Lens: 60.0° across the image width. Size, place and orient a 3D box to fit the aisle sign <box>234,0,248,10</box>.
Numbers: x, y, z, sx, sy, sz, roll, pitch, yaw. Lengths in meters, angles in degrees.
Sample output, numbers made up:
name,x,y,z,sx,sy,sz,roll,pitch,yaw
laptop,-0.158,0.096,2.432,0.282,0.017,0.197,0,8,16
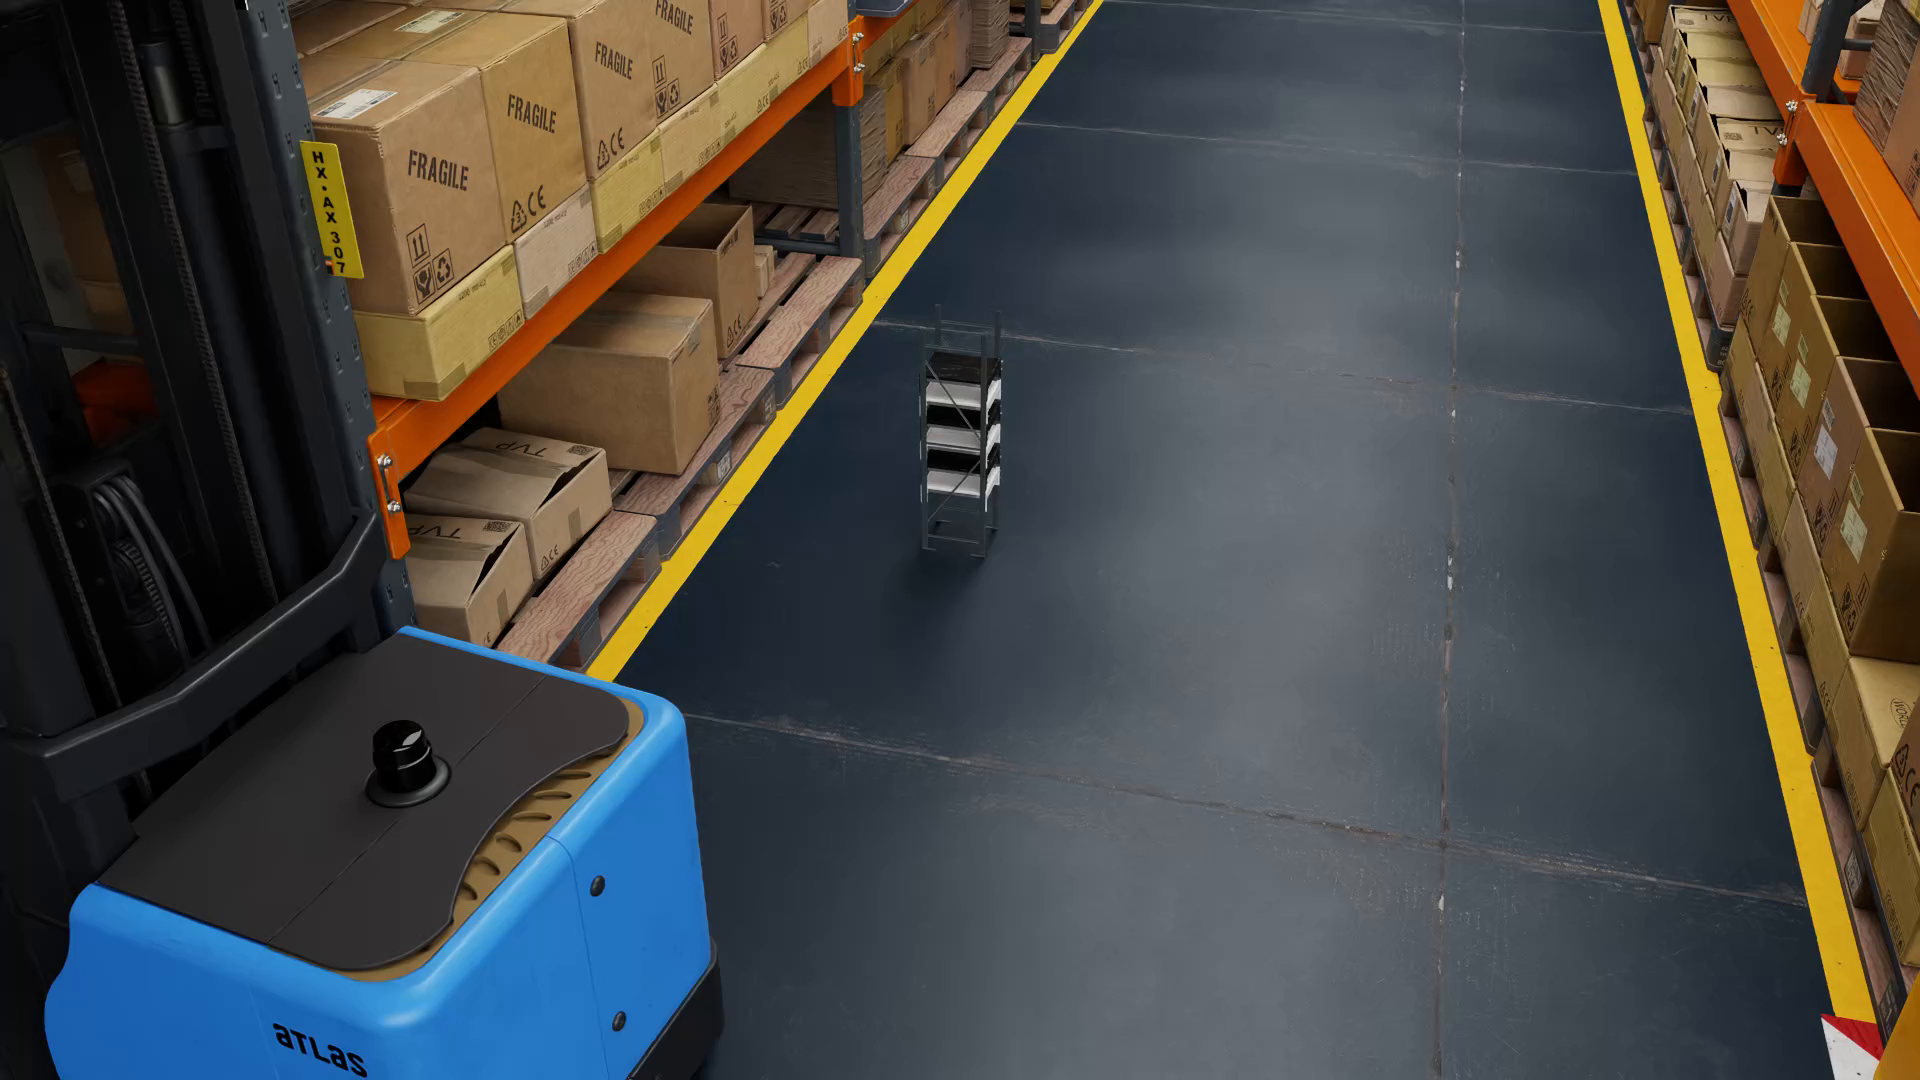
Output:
name,x,y,z,sx,sy,sz,roll,pitch,yaw
aisle sign,-1.707,-1.488,3.371,0.394,0.787,0.004,8,33,12

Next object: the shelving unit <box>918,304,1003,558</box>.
name,x,y,z,sx,sy,sz,roll,pitch,yaw
shelving unit,0.002,-0.384,6.015,0.258,0.900,0.210,8,33,12

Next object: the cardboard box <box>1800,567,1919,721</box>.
name,x,y,z,sx,sy,sz,roll,pitch,yaw
cardboard box,2.905,0.348,5.079,0.500,0.250,0.500,8,33,12

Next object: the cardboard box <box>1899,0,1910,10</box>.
name,x,y,z,sx,sy,sz,roll,pitch,yaw
cardboard box,3.510,-1.945,5.815,0.380,0.149,0.250,8,33,13

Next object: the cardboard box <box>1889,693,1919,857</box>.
name,x,y,z,sx,sy,sz,roll,pitch,yaw
cardboard box,2.662,0.552,4.059,0.500,0.500,0.500,8,33,12

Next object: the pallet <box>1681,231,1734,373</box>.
name,x,y,z,sx,sy,sz,roll,pitch,yaw
pallet,3.978,-1.083,7.757,1.003,0.211,1.213,8,33,12

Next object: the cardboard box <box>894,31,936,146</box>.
name,x,y,z,sx,sy,sz,roll,pitch,yaw
cardboard box,-0.542,-2.594,9.454,0.700,0.500,0.500,8,33,13

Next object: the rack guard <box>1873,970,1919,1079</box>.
name,x,y,z,sx,sy,sz,roll,pitch,yaw
rack guard,2.808,1.271,3.785,1.175,0.500,0.348,8,33,12

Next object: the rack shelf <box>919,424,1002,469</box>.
name,x,y,z,sx,sy,sz,roll,pitch,yaw
rack shelf,0.002,-0.356,6.033,0.258,0.077,0.200,8,33,12

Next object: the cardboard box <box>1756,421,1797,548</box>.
name,x,y,z,sx,sy,sz,roll,pitch,yaw
cardboard box,3.154,-0.172,5.896,0.500,0.250,0.500,8,33,12

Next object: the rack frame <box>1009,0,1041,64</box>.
name,x,y,z,sx,sy,sz,roll,pitch,yaw
rack frame,0.052,-4.620,10.722,1.000,3.000,0.127,8,33,12

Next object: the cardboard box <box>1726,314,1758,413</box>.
name,x,y,z,sx,sy,sz,roll,pitch,yaw
cardboard box,3.418,-0.689,6.710,0.500,0.250,0.500,8,33,12

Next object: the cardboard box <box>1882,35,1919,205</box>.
name,x,y,z,sx,sy,sz,roll,pitch,yaw
cardboard box,3.595,-1.408,5.576,0.700,0.500,0.500,8,33,12

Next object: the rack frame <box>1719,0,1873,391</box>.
name,x,y,z,sx,sy,sz,roll,pitch,yaw
rack frame,3.829,-1.872,6.399,1.000,3.000,0.127,8,33,12

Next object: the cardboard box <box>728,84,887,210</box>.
name,x,y,z,sx,sy,sz,roll,pitch,yaw
cardboard box,-0.793,-2.059,8.614,0.700,0.500,0.500,9,34,14

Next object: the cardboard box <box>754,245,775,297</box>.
name,x,y,z,sx,sy,sz,roll,pitch,yaw
cardboard box,-1.070,-1.253,7.655,0.380,0.166,0.250,4,33,6

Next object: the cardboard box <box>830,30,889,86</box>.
name,x,y,z,sx,sy,sz,roll,pitch,yaw
cardboard box,-0.684,-2.605,8.773,0.500,0.250,0.500,7,33,11

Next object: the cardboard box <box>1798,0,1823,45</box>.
name,x,y,z,sx,sy,sz,roll,pitch,yaw
cardboard box,3.874,-2.297,7.192,0.396,0.266,0.258,7,33,11

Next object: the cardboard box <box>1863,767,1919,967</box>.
name,x,y,z,sx,sy,sz,roll,pitch,yaw
cardboard box,2.664,0.868,4.260,0.500,0.250,0.500,8,33,12

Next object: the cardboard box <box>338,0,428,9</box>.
name,x,y,z,sx,sy,sz,roll,pitch,yaw
cardboard box,-1.800,-1.533,5.287,0.500,0.500,0.500,7,33,11

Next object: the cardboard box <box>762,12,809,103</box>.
name,x,y,z,sx,sy,sz,roll,pitch,yaw
cardboard box,-0.925,-1.945,6.635,0.500,0.250,0.500,8,33,13

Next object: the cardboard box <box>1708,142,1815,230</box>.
name,x,y,z,sx,sy,sz,roll,pitch,yaw
cardboard box,3.780,-1.646,7.691,0.500,0.311,0.500,9,34,14

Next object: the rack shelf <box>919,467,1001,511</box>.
name,x,y,z,sx,sy,sz,roll,pitch,yaw
rack shelf,0.002,-0.204,6.130,0.258,0.077,0.200,8,33,12

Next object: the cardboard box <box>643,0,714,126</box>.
name,x,y,z,sx,sy,sz,roll,pitch,yaw
cardboard box,-1.175,-1.729,5.596,0.500,0.500,0.500,9,34,14

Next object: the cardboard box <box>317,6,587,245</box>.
name,x,y,z,sx,sy,sz,roll,pitch,yaw
cardboard box,-1.432,-1.192,4.752,0.500,0.500,0.500,8,33,13

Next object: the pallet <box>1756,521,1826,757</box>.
name,x,y,z,sx,sy,sz,roll,pitch,yaw
pallet,3.279,0.347,5.508,1.003,0.211,1.213,8,33,12

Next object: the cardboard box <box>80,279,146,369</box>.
name,x,y,z,sx,sy,sz,roll,pitch,yaw
cardboard box,-2.048,-0.683,4.649,0.500,0.250,0.500,8,33,13

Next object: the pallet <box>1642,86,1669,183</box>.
name,x,y,z,sx,sy,sz,roll,pitch,yaw
pallet,4.597,-2.349,9.748,1.003,0.211,1.213,8,33,12

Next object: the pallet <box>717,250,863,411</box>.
name,x,y,z,sx,sy,sz,roll,pitch,yaw
pallet,-1.100,-1.014,7.649,1.003,0.211,1.213,8,33,12

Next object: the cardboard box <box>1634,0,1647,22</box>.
name,x,y,z,sx,sy,sz,roll,pitch,yaw
cardboard box,4.986,-3.864,11.452,0.500,0.500,0.500,7,33,11

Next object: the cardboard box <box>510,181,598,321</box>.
name,x,y,z,sx,sy,sz,roll,pitch,yaw
cardboard box,-1.430,-0.895,4.984,0.500,0.250,0.500,7,33,11

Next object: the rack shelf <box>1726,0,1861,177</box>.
name,x,y,z,sx,sy,sz,roll,pitch,yaw
rack shelf,4.337,-2.606,8.224,1.077,0.370,4.000,8,33,12

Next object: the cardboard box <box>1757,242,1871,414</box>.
name,x,y,z,sx,sy,sz,roll,pitch,yaw
cardboard box,3.289,-0.747,6.101,0.500,0.500,0.500,8,33,12

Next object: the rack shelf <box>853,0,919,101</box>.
name,x,y,z,sx,sy,sz,roll,pitch,yaw
rack shelf,-0.456,-3.279,9.282,1.077,0.370,4.000,8,33,12

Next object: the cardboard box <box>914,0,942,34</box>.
name,x,y,z,sx,sy,sz,roll,pitch,yaw
cardboard box,-0.412,-3.132,9.601,0.500,0.250,0.500,8,33,12

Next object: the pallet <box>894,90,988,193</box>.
name,x,y,z,sx,sy,sz,roll,pitch,yaw
pallet,-0.460,-2.407,9.839,1.003,0.211,1.213,8,33,12

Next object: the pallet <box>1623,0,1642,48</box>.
name,x,y,z,sx,sy,sz,roll,pitch,yaw
pallet,5.382,-3.784,12.006,1.003,0.211,1.213,8,33,12

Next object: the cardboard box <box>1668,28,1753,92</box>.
name,x,y,z,sx,sy,sz,roll,pitch,yaw
cardboard box,4.302,-2.696,9.343,0.500,0.311,0.500,7,33,11

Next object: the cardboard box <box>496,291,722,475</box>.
name,x,y,z,sx,sy,sz,roll,pitch,yaw
cardboard box,-1.337,-0.616,6.343,0.700,0.500,0.500,6,33,9

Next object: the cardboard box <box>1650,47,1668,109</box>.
name,x,y,z,sx,sy,sz,roll,pitch,yaw
cardboard box,4.427,-2.733,9.924,0.500,0.250,0.500,8,33,12

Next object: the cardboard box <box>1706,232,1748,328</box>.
name,x,y,z,sx,sy,sz,roll,pitch,yaw
cardboard box,3.654,-1.143,7.424,0.500,0.250,0.500,8,33,12

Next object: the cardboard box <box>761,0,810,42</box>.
name,x,y,z,sx,sy,sz,roll,pitch,yaw
cardboard box,-0.905,-2.259,6.429,0.500,0.500,0.500,8,33,12

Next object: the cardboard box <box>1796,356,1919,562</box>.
name,x,y,z,sx,sy,sz,roll,pitch,yaw
cardboard box,3.030,-0.229,5.286,0.500,0.500,0.500,8,33,12

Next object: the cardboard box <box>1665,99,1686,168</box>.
name,x,y,z,sx,sy,sz,roll,pitch,yaw
cardboard box,4.174,-2.201,9.088,0.500,0.250,0.500,7,33,11

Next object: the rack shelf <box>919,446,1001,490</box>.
name,x,y,z,sx,sy,sz,roll,pitch,yaw
rack shelf,0.002,-0.280,6.081,0.258,0.077,0.200,8,33,12

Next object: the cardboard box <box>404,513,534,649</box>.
name,x,y,z,sx,sy,sz,roll,pitch,yaw
cardboard box,-1.716,0.133,5.340,0.500,0.311,0.500,4,33,7

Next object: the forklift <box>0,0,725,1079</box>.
name,x,y,z,sx,sy,sz,roll,pitch,yaw
forklift,-2.159,-0.044,3.586,3.031,2.935,1.130,13,35,19

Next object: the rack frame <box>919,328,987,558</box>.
name,x,y,z,sx,sy,sz,roll,pitch,yaw
rack frame,-0.024,-0.331,5.932,0.240,0.900,0.006,8,33,12

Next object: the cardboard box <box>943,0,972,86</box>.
name,x,y,z,sx,sy,sz,roll,pitch,yaw
cardboard box,-0.324,-3.119,10.280,0.700,0.500,0.500,8,33,12

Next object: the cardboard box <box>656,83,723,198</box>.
name,x,y,z,sx,sy,sz,roll,pitch,yaw
cardboard box,-1.164,-1.421,5.810,0.500,0.250,0.500,8,33,13

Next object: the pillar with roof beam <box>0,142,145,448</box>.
name,x,y,z,sx,sy,sz,roll,pitch,yaw
pillar with roof beam,1.526,-2.895,2.417,9.100,9.000,0.400,8,33,12

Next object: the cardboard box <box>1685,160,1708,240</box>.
name,x,y,z,sx,sy,sz,roll,pitch,yaw
cardboard box,3.913,-1.671,8.254,0.500,0.250,0.500,9,33,13

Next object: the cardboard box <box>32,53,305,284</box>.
name,x,y,z,sx,sy,sz,roll,pitch,yaw
cardboard box,-2.065,-1.004,4.455,0.500,0.500,0.500,8,33,12

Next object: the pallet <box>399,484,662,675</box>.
name,x,y,z,sx,sy,sz,roll,pitch,yaw
pallet,-1.719,0.252,5.657,1.003,0.211,1.213,8,33,12

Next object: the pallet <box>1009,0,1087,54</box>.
name,x,y,z,sx,sy,sz,roll,pitch,yaw
pallet,0.325,-3.842,12.097,1.003,0.211,1.213,8,33,12

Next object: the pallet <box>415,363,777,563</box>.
name,x,y,z,sx,sy,sz,roll,pitch,yaw
pallet,-1.407,-0.379,6.650,1.003,0.211,1.213,8,33,12

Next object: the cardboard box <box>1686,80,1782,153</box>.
name,x,y,z,sx,sy,sz,roll,pitch,yaw
cardboard box,4.040,-2.164,8.508,0.500,0.311,0.500,8,33,12
